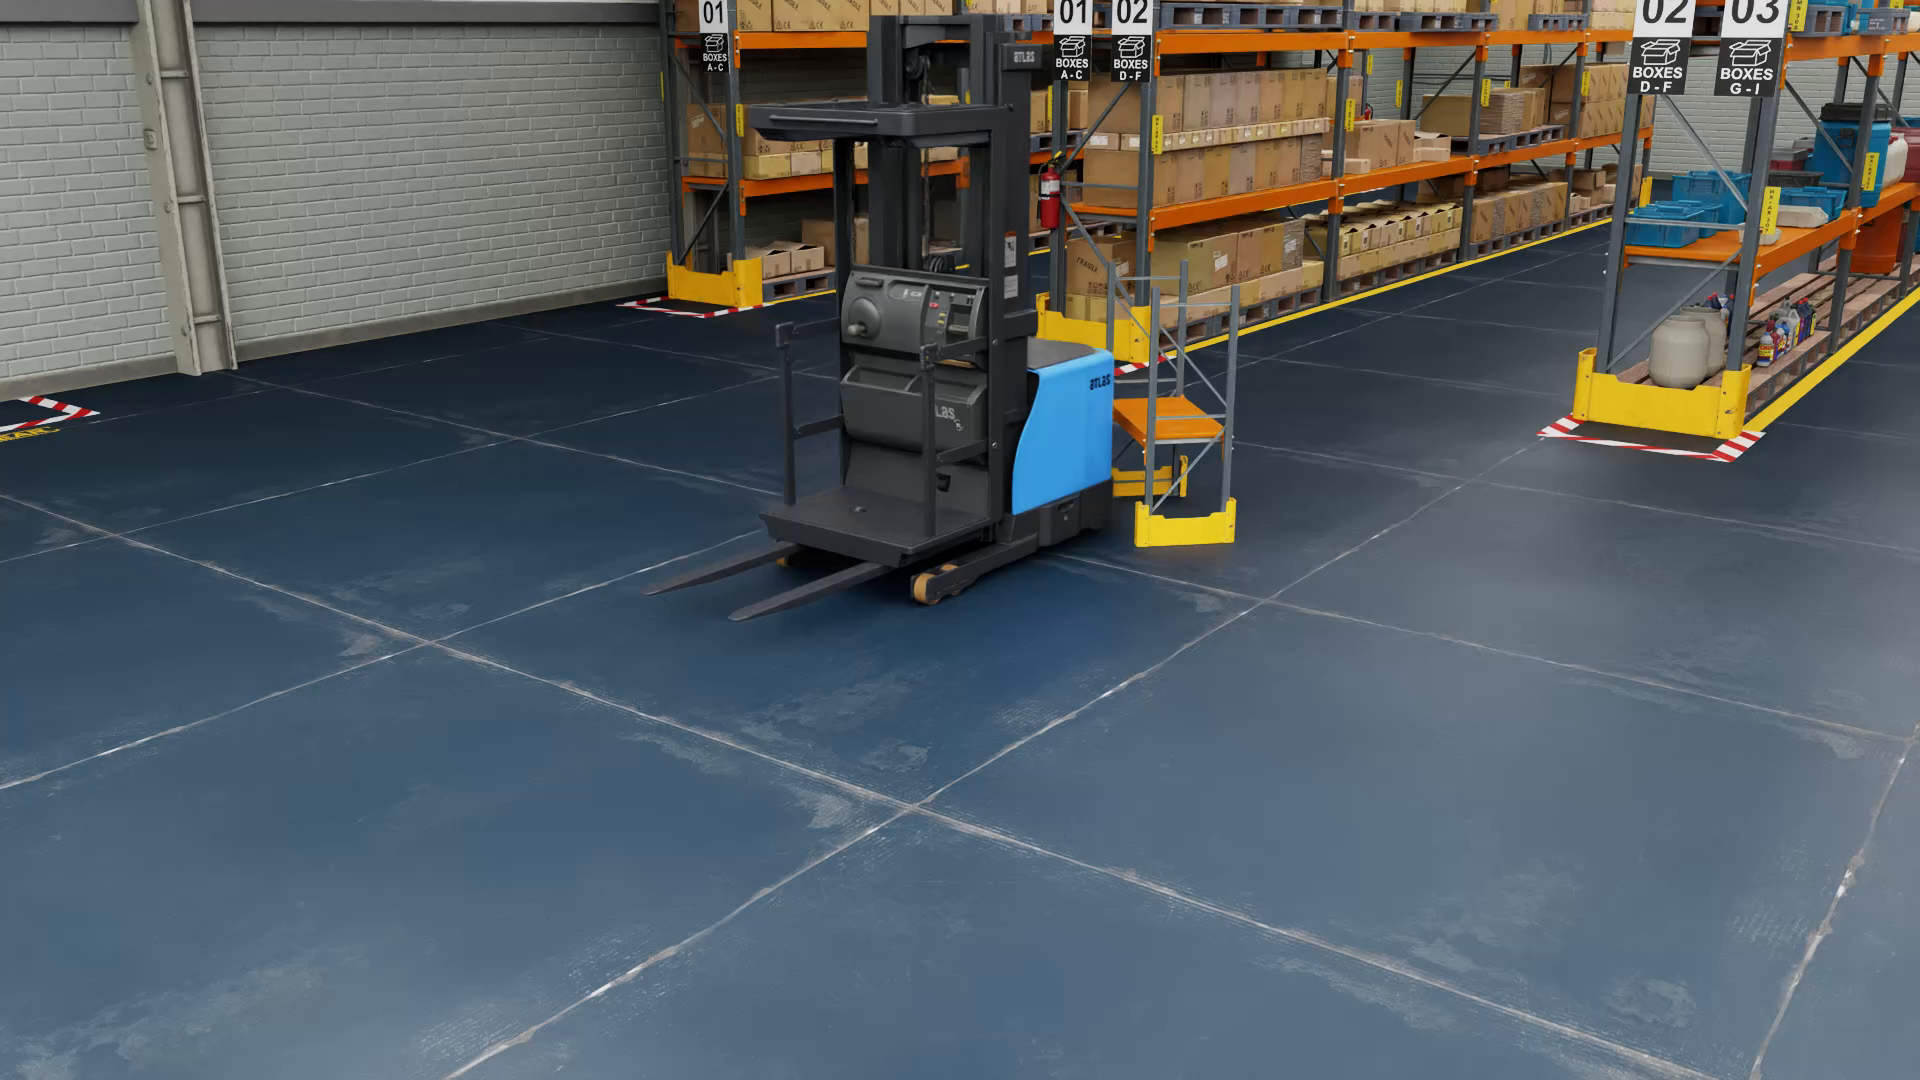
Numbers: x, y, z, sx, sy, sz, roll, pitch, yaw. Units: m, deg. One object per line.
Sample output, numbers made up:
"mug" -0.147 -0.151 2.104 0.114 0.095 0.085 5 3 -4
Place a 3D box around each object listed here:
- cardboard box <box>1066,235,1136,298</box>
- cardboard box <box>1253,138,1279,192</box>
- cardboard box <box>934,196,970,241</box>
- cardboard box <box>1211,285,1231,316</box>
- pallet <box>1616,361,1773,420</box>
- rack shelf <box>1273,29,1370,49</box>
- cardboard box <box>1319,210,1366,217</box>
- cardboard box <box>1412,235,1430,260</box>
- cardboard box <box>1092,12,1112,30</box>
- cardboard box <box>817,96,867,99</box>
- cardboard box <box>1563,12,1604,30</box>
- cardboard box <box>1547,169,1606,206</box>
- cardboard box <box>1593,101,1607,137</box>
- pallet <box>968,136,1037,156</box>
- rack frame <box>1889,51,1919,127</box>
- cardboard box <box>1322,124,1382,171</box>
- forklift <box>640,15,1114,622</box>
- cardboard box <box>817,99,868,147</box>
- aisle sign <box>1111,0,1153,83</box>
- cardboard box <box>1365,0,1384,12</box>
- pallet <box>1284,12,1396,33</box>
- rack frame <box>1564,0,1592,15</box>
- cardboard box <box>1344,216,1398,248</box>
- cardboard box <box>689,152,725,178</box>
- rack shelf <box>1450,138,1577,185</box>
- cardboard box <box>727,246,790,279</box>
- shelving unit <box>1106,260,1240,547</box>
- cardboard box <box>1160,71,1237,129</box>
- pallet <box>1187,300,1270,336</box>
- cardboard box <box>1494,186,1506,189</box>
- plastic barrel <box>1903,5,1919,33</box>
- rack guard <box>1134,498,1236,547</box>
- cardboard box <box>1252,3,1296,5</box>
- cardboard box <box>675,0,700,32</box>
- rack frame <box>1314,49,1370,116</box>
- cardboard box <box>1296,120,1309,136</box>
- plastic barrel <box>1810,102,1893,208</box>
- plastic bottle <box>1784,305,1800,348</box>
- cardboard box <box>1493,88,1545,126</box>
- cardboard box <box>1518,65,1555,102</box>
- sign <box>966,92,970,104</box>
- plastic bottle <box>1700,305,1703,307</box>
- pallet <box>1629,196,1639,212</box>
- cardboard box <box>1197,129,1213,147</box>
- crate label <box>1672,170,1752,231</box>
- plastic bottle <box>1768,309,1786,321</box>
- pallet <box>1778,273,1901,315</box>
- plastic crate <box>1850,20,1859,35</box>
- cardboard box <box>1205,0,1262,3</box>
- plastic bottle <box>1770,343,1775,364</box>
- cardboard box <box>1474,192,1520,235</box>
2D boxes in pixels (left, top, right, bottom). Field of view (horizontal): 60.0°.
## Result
"cardboard box" 1.342 -2.577 15.649 0.500 0.500 0.500 12 21 35
"cardboard box" 2.774 -3.800 16.753 0.700 0.500 0.500 13 21 35
"cardboard box" 0.090 -4.173 21.598 0.700 0.500 0.500 13 22 37
"cardboard box" 2.353 -2.366 16.233 0.500 0.250 0.500 12 21 35
"pallet" 5.733 -1.163 13.132 1.003 0.211 1.213 12 21 35
"rack shelf" 5.623 -8.449 28.050 1.077 0.370 4.000 12 21 35
"cardboard box" 4.563 -3.769 19.806 0.500 0.311 0.500 12 21 34
"cardboard box" 5.304 -3.533 19.992 0.500 0.250 0.500 13 21 36
"cardboard box" 1.836 -7.112 22.646 0.500 0.311 0.500 12 21 35
"cardboard box" -1.396 -4.959 19.611 0.500 0.500 0.500 13 22 36
"cardboard box" 8.900 -7.443 23.848 0.500 0.250 0.500 12 21 35
"cardboard box" 9.527 -5.476 25.787 0.797 0.503 0.637 12 21 35
"cardboard box" 9.237 -6.253 24.654 0.500 0.500 0.500 13 21 36
"pallet" 0.237 -5.043 21.250 1.003 0.211 1.213 12 21 35
"rack frame" 12.387 -5.133 21.217 1.000 3.000 0.127 12 21 35
"cardboard box" 4.429 -4.457 18.871 0.500 0.500 0.500 14 22 39
"forklift" -0.385 -1.225 8.747 1.130 2.935 3.031 13 21 36
"cardboard box" -1.280 -4.746 18.922 0.500 0.500 0.500 13 22 36
"aisle sign" 1.468 -4.323 14.224 0.394 0.787 0.004 12 21 35
"cardboard box" 4.345 -5.942 18.307 0.500 0.250 0.500 10 20 29
"pallet" 4.160 -5.658 18.170 0.805 0.209 1.217 11 21 33
"rack frame" 8.412 -8.875 23.148 1.000 3.000 0.127 12 21 35
"cardboard box" 4.701 -3.556 19.118 0.500 0.311 0.500 12 21 33
"cardboard box" -2.596 -4.110 18.138 0.500 0.250 0.500 13 21 35
"rack shelf" 7.220 -5.190 22.611 1.077 0.370 4.000 12 21 35
"cardboard box" -2.234 -3.101 18.463 0.500 0.311 0.500 10 20 29
"shelving unit" 1.231 -0.847 9.942 0.587 1.500 1.083 -3 17 -8
"cardboard box" 2.190 -4.187 15.812 0.700 0.500 0.500 13 21 35
"pallet" 2.411 -2.299 16.790 1.003 0.211 1.213 12 21 35
"cardboard box" 7.315 -4.707 23.317 0.500 0.500 0.500 13 21 35
"plastic barrel" 9.434 -5.203 16.616 0.301 0.262 0.301 0 17 0
"rack guard" 1.307 -0.104 9.658 0.587 0.250 0.087 -3 17 -8
"cardboard box" 3.133 -5.779 17.123 0.500 0.500 0.500 15 22 39
"cardboard box" -2.674 -5.660 17.652 0.500 0.500 0.500 14 22 39
"rack frame" 6.814 -7.837 29.922 1.000 3.000 0.127 12 21 35
"cardboard box" 3.352 -4.238 17.070 0.380 0.149 0.250 12 21 33
"plastic barrel" 8.094 -3.506 15.130 0.600 0.901 0.708 12 21 35
"plastic bottle" 7.162 -1.846 14.356 0.144 0.351 0.185 12 21 34
"cardboard box" 7.950 -6.185 23.725 0.700 0.500 0.500 5 18 16
"cardboard box" 8.505 -6.701 24.410 0.500 0.500 0.500 13 21 35
"sign" 0.105 -5.298 20.287 0.100 0.325 0.005 12 21 35
"plastic bottle" 6.562 -1.945 14.788 0.061 0.283 0.133 14 22 37
"pallet" 10.275 -5.422 26.849 1.003 0.211 1.213 12 21 35
"cardboard box" 2.125 -3.747 15.489 0.380 0.149 0.250 12 21 34
"crate label" 6.117 -2.778 13.573 0.502 0.435 0.616 12 21 35
"plastic bottle" 7.220 -1.908 14.679 0.152 0.276 0.135 12 21 35
"pallet" 9.511 -2.671 17.990 1.003 0.211 1.213 12 21 35
"plastic crate" 6.989 -4.081 13.214 0.243 0.136 0.396 12 21 35
"cardboard box" 2.471 -5.246 15.410 0.500 0.500 0.500 12 21 35
"plastic bottle" 6.630 -1.550 13.655 0.097 0.201 0.097 0 17 0
"cardboard box" 7.139 -4.375 22.249 0.500 0.500 0.500 12 21 34
